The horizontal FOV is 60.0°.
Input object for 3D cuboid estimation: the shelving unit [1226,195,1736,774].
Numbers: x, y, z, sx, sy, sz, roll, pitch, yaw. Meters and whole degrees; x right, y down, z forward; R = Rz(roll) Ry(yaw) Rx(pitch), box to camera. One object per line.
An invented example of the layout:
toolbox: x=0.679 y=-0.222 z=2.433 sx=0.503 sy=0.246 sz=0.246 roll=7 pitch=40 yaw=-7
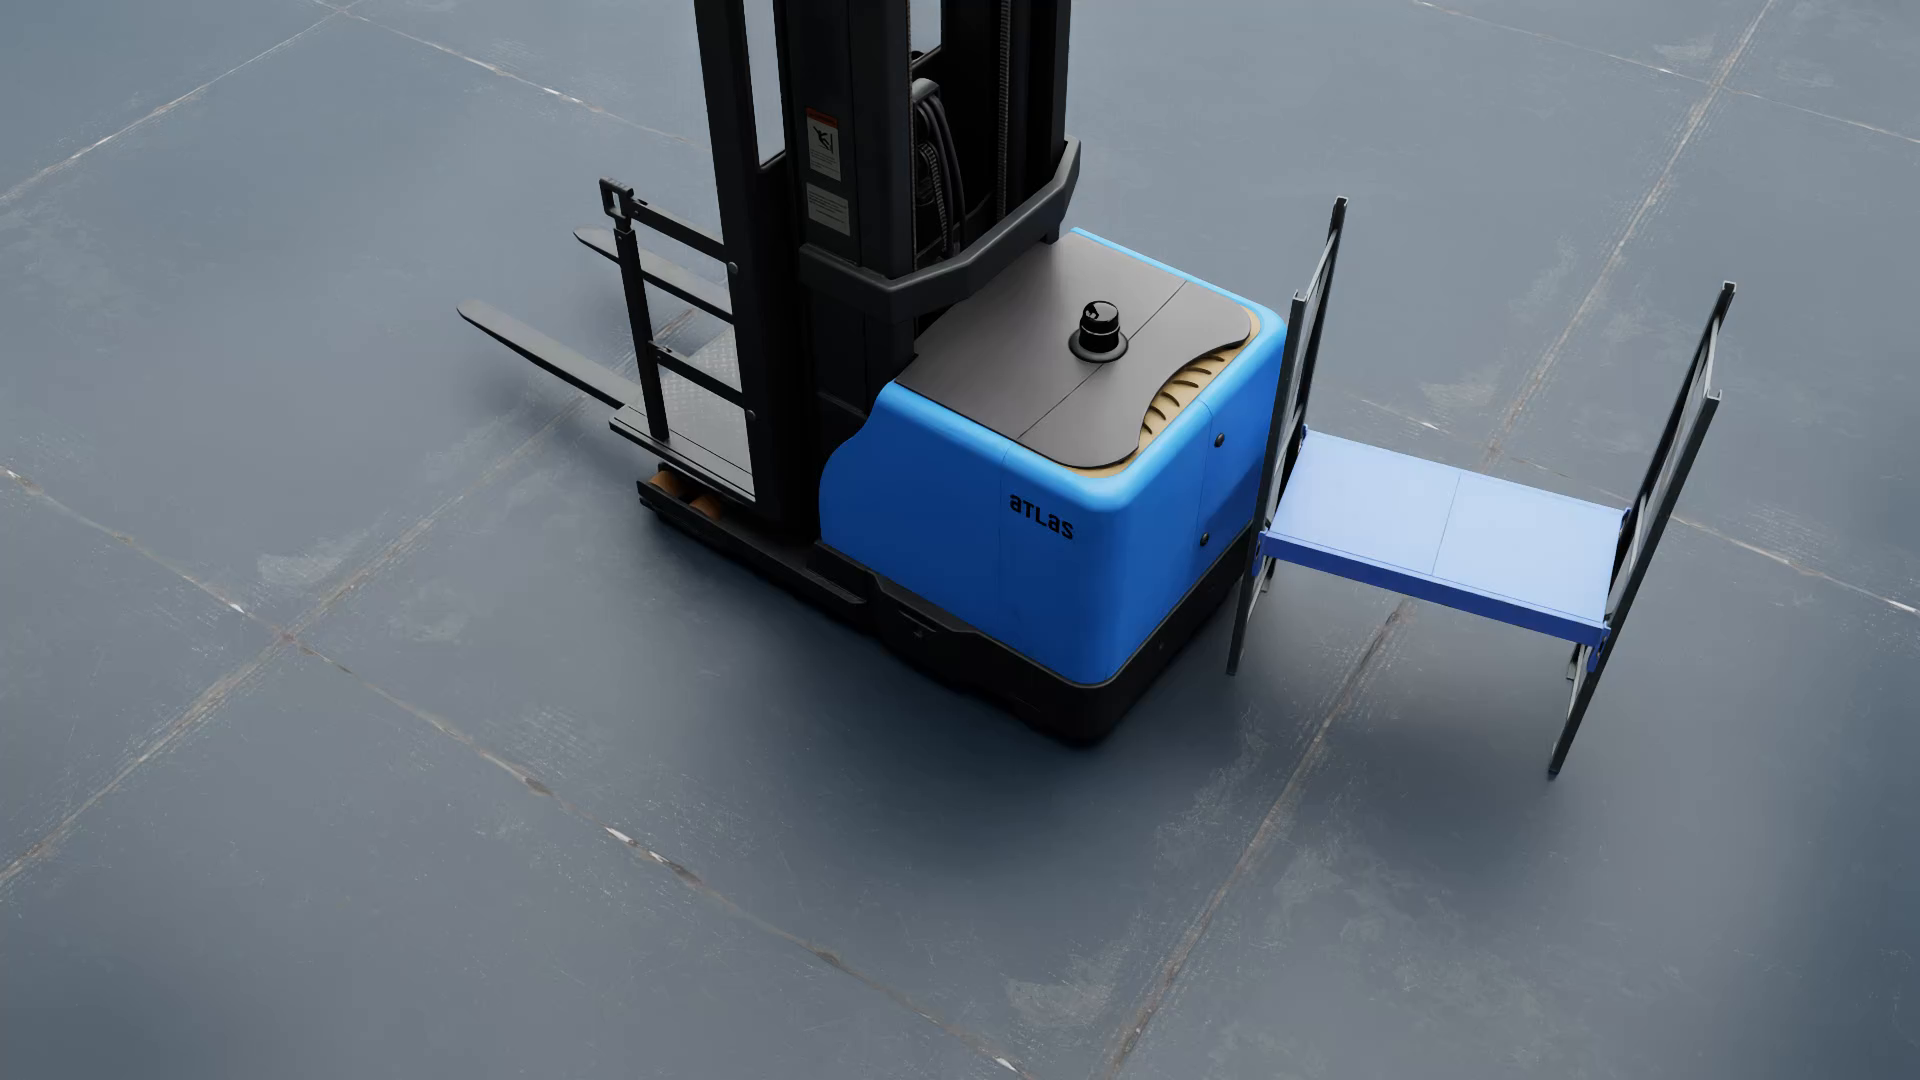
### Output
shelving unit: x=1.431 y=-0.119 z=4.820 sx=1.048 sy=1.500 sz=0.538 roll=16 pitch=48 yaw=15

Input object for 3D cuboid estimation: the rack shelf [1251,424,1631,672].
rack shelf: x=1.431 y=0.006 z=4.949 sx=1.000 sy=0.185 sz=0.538 roll=16 pitch=48 yaw=15

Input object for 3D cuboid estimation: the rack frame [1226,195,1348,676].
rack frame: x=0.961 y=-0.257 z=4.954 sx=0.032 sy=1.500 sz=0.500 roll=16 pitch=48 yaw=15

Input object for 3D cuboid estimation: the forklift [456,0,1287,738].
forklift: x=-0.499 y=-1.289 z=4.959 sx=3.031 sy=2.935 sz=1.130 roll=28 pitch=52 yaw=25

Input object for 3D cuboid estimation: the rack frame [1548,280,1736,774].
rack frame: x=1.902 y=0.019 z=4.686 sx=0.032 sy=1.500 sz=0.500 roll=16 pitch=48 yaw=15
